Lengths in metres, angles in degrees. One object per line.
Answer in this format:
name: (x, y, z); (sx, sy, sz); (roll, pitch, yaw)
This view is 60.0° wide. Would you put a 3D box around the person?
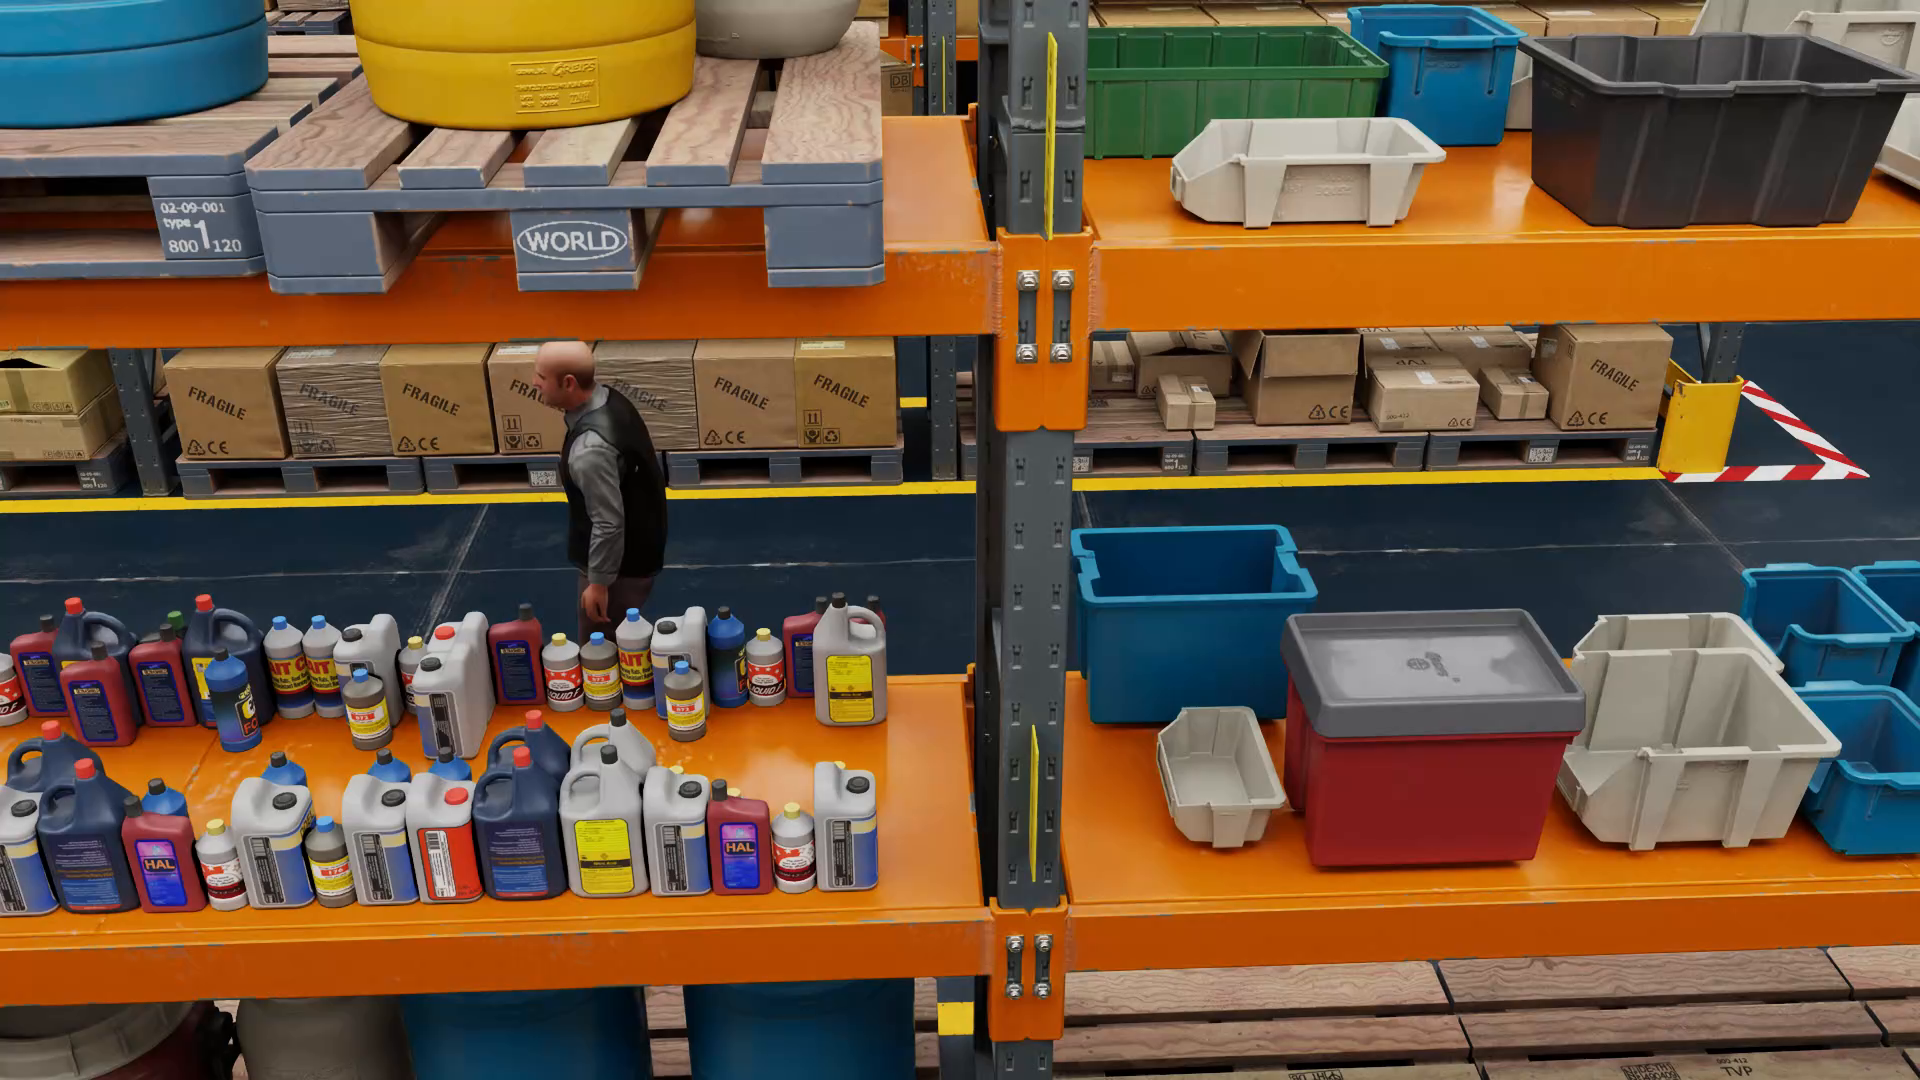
person: (-1.256, 0.071, 6.010); (0.422, 1.719, 0.579); (-3, 27, -5)
